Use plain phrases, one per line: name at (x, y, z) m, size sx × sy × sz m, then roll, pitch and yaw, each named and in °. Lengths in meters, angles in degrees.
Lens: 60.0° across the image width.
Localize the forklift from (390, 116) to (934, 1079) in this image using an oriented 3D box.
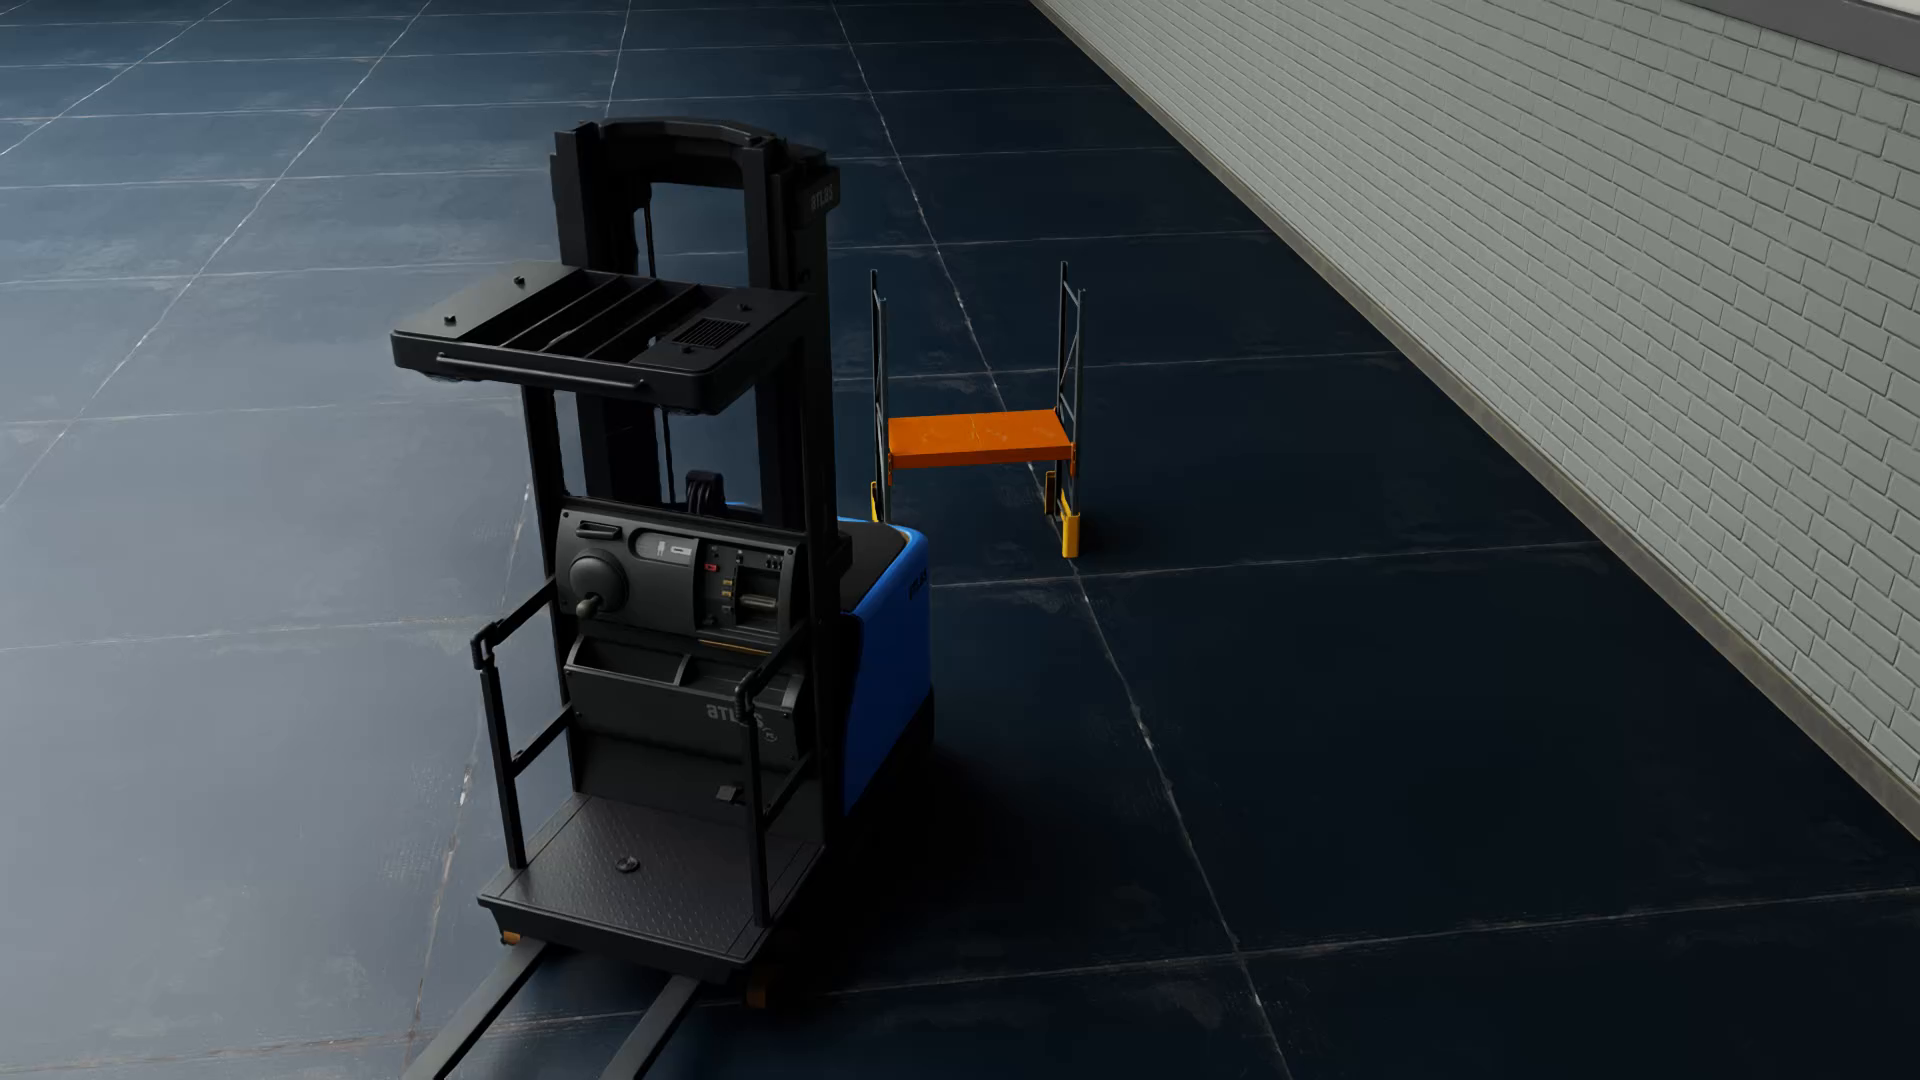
forklift at (-1.077, 0.171, 5.706) m, size 1.130 × 2.935 × 3.031 m, roll 9°, pitch 28°, yaw 17°

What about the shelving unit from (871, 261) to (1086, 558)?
shelving unit at (0.075, -0.672, 8.917) m, size 1.083 × 1.500 × 0.587 m, roll -4°, pitch 27°, yaw -7°

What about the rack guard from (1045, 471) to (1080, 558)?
rack guard at (0.569, -0.148, 9.264) m, size 0.087 × 0.250 × 0.587 m, roll -4°, pitch 27°, yaw -7°

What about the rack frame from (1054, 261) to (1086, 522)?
rack frame at (0.588, -0.705, 8.981) m, size 0.032 × 1.500 × 0.500 m, roll -4°, pitch 27°, yaw -7°

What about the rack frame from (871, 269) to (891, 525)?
rack frame at (-0.419, -0.640, 8.855) m, size 0.032 × 1.500 × 0.500 m, roll -4°, pitch 27°, yaw -7°

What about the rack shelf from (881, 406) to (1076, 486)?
rack shelf at (0.084, -0.513, 9.000) m, size 1.000 × 0.185 × 0.538 m, roll -4°, pitch 27°, yaw -7°

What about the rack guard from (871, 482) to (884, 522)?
rack guard at (-0.418, -0.084, 9.141) m, size 0.087 × 0.250 × 0.587 m, roll -4°, pitch 27°, yaw -7°
